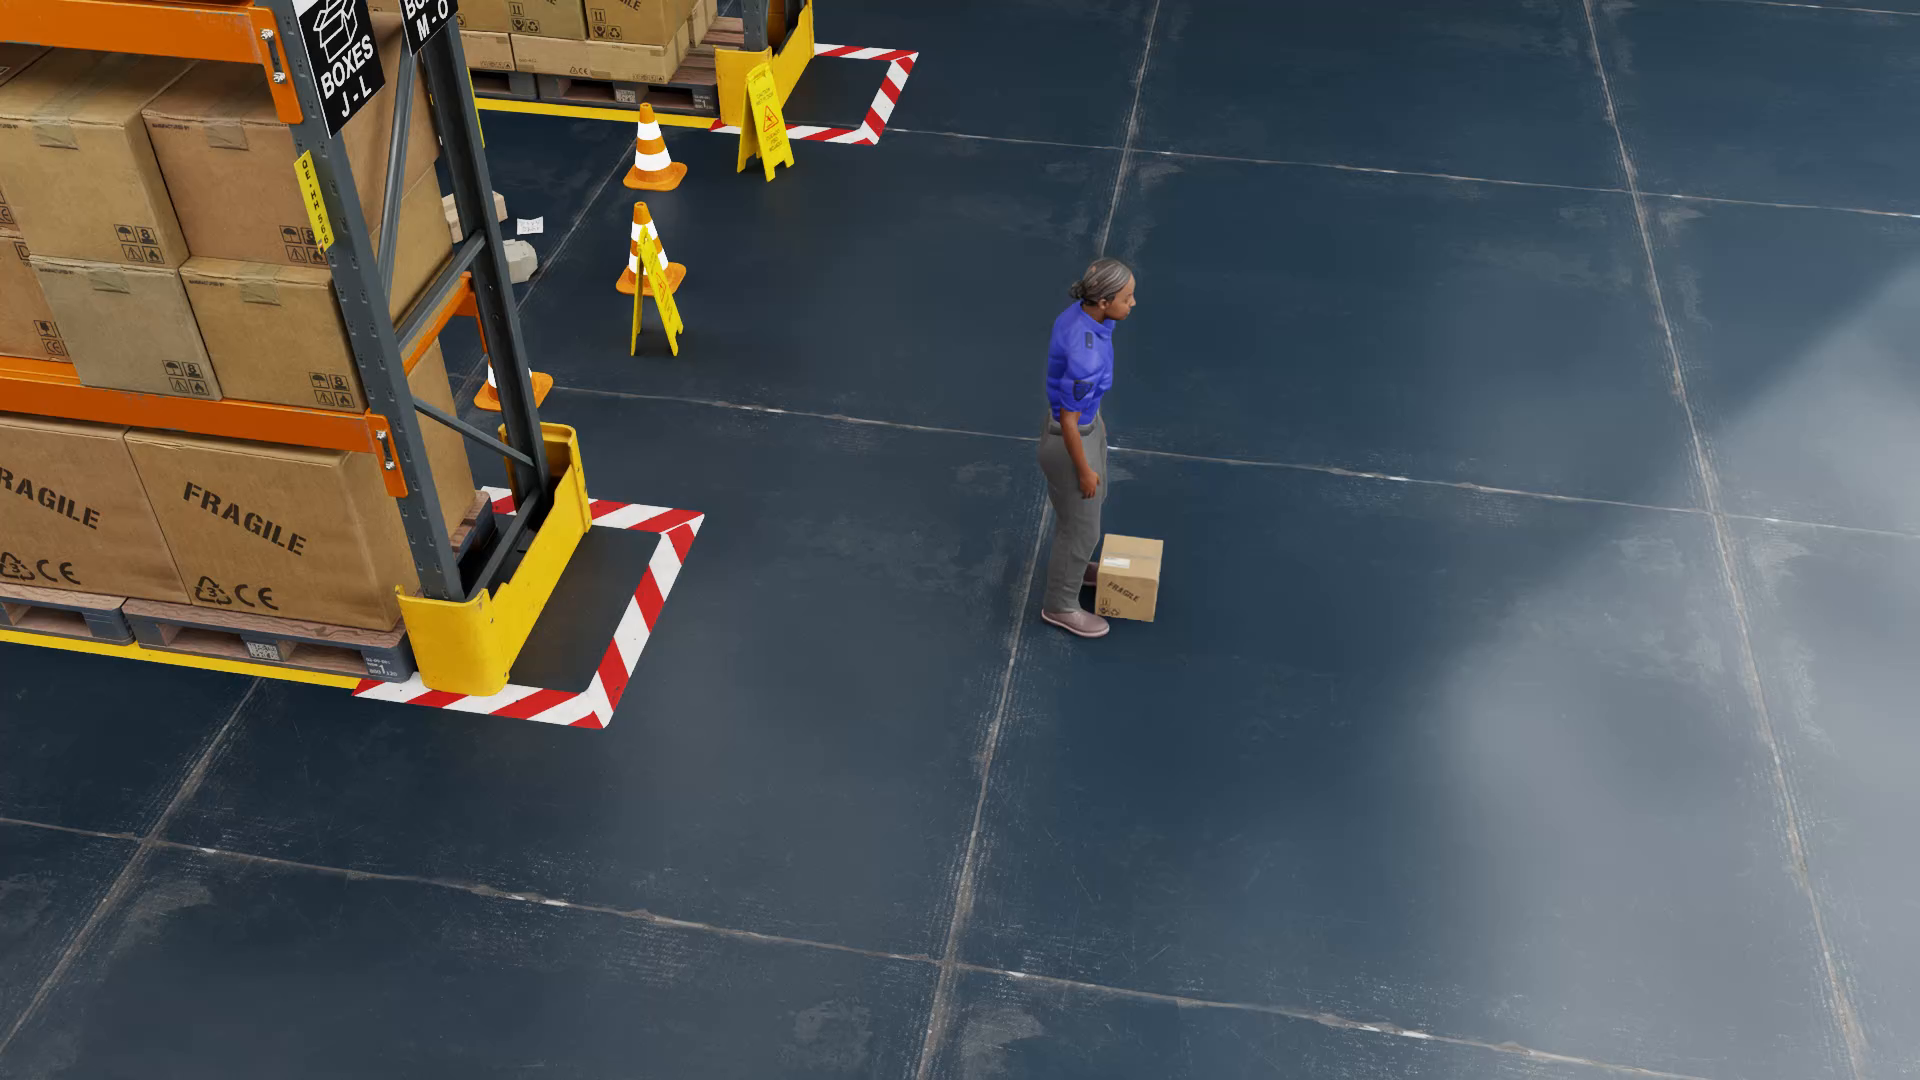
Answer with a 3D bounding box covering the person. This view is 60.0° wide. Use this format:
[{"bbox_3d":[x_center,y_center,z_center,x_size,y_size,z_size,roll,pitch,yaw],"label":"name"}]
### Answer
[{"bbox_3d":[0.485,-0.385,6.607,0.347,1.655,0.506,5,41,6],"label":"person"}]
